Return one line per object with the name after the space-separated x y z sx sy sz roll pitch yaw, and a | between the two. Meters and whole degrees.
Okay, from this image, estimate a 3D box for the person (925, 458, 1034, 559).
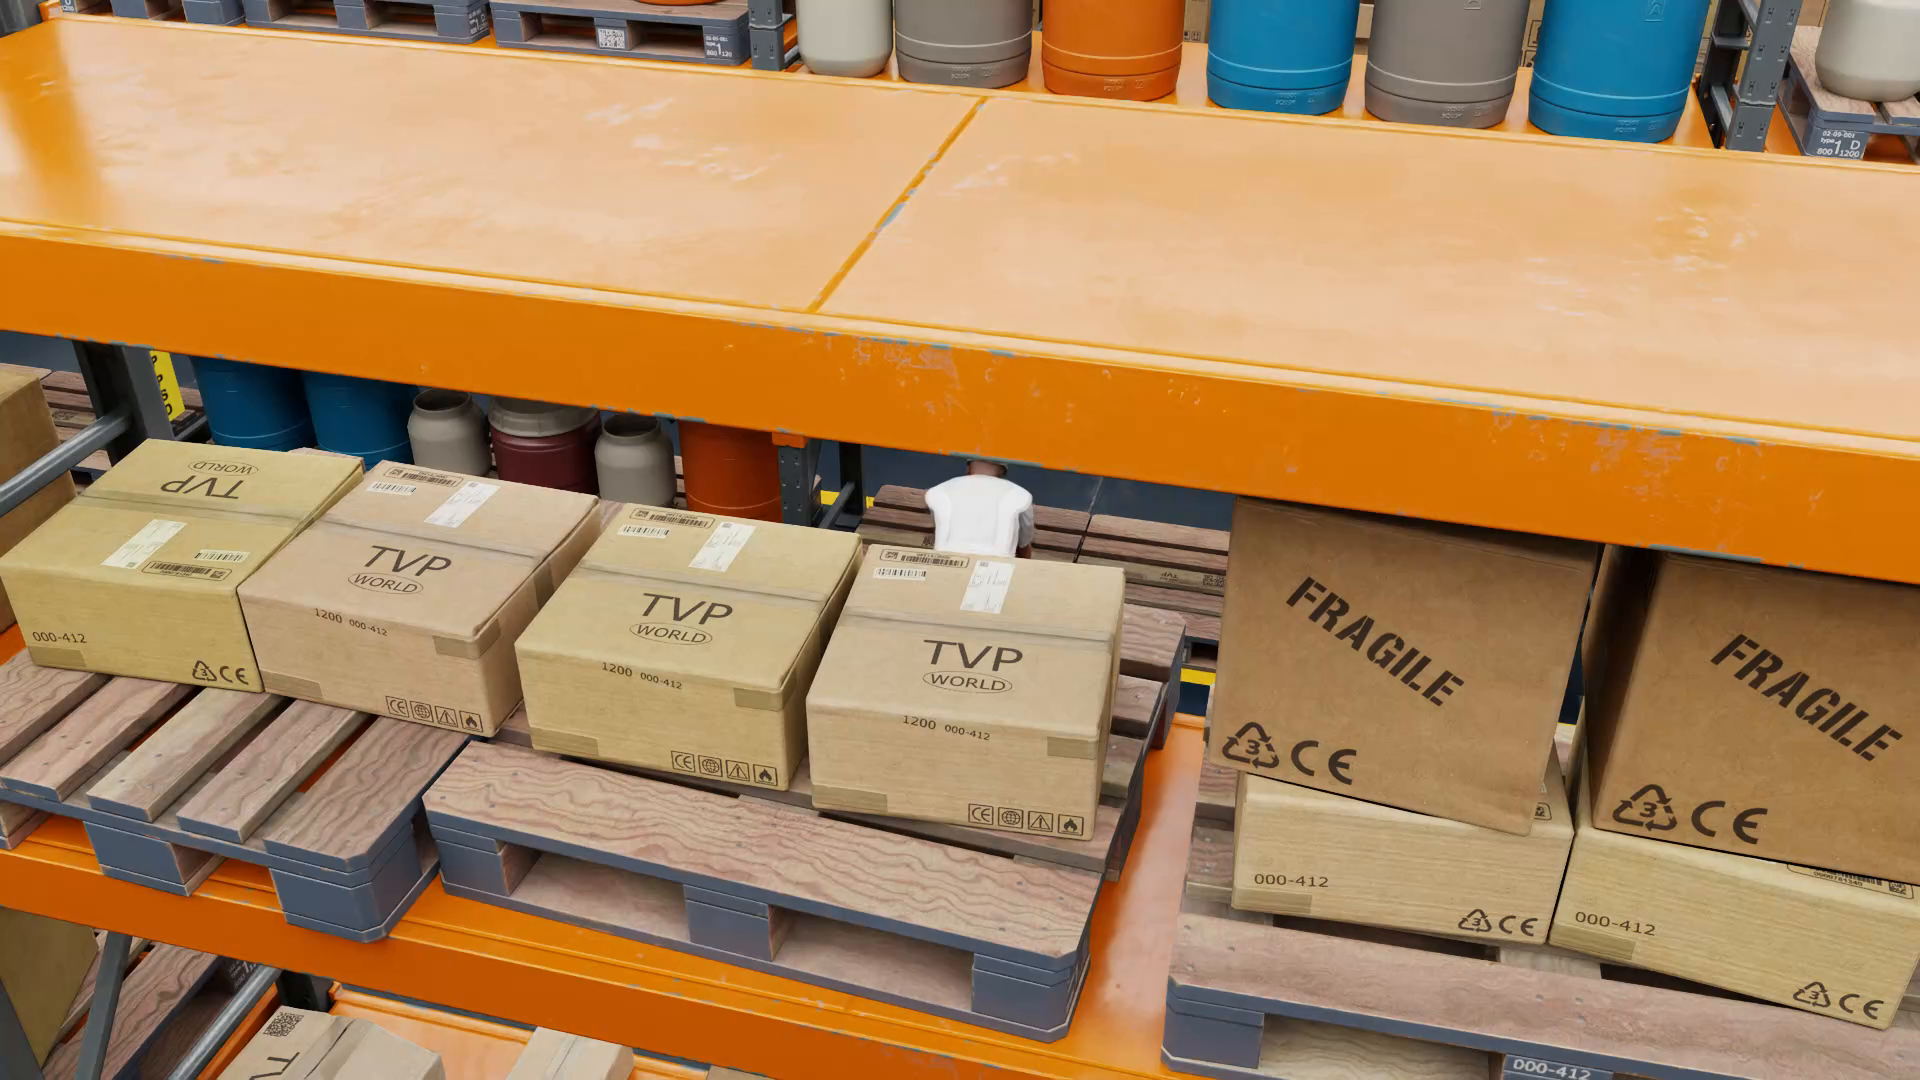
0.084 0.120 8.184 0.551 1.006 0.943 7 33 11 | person
